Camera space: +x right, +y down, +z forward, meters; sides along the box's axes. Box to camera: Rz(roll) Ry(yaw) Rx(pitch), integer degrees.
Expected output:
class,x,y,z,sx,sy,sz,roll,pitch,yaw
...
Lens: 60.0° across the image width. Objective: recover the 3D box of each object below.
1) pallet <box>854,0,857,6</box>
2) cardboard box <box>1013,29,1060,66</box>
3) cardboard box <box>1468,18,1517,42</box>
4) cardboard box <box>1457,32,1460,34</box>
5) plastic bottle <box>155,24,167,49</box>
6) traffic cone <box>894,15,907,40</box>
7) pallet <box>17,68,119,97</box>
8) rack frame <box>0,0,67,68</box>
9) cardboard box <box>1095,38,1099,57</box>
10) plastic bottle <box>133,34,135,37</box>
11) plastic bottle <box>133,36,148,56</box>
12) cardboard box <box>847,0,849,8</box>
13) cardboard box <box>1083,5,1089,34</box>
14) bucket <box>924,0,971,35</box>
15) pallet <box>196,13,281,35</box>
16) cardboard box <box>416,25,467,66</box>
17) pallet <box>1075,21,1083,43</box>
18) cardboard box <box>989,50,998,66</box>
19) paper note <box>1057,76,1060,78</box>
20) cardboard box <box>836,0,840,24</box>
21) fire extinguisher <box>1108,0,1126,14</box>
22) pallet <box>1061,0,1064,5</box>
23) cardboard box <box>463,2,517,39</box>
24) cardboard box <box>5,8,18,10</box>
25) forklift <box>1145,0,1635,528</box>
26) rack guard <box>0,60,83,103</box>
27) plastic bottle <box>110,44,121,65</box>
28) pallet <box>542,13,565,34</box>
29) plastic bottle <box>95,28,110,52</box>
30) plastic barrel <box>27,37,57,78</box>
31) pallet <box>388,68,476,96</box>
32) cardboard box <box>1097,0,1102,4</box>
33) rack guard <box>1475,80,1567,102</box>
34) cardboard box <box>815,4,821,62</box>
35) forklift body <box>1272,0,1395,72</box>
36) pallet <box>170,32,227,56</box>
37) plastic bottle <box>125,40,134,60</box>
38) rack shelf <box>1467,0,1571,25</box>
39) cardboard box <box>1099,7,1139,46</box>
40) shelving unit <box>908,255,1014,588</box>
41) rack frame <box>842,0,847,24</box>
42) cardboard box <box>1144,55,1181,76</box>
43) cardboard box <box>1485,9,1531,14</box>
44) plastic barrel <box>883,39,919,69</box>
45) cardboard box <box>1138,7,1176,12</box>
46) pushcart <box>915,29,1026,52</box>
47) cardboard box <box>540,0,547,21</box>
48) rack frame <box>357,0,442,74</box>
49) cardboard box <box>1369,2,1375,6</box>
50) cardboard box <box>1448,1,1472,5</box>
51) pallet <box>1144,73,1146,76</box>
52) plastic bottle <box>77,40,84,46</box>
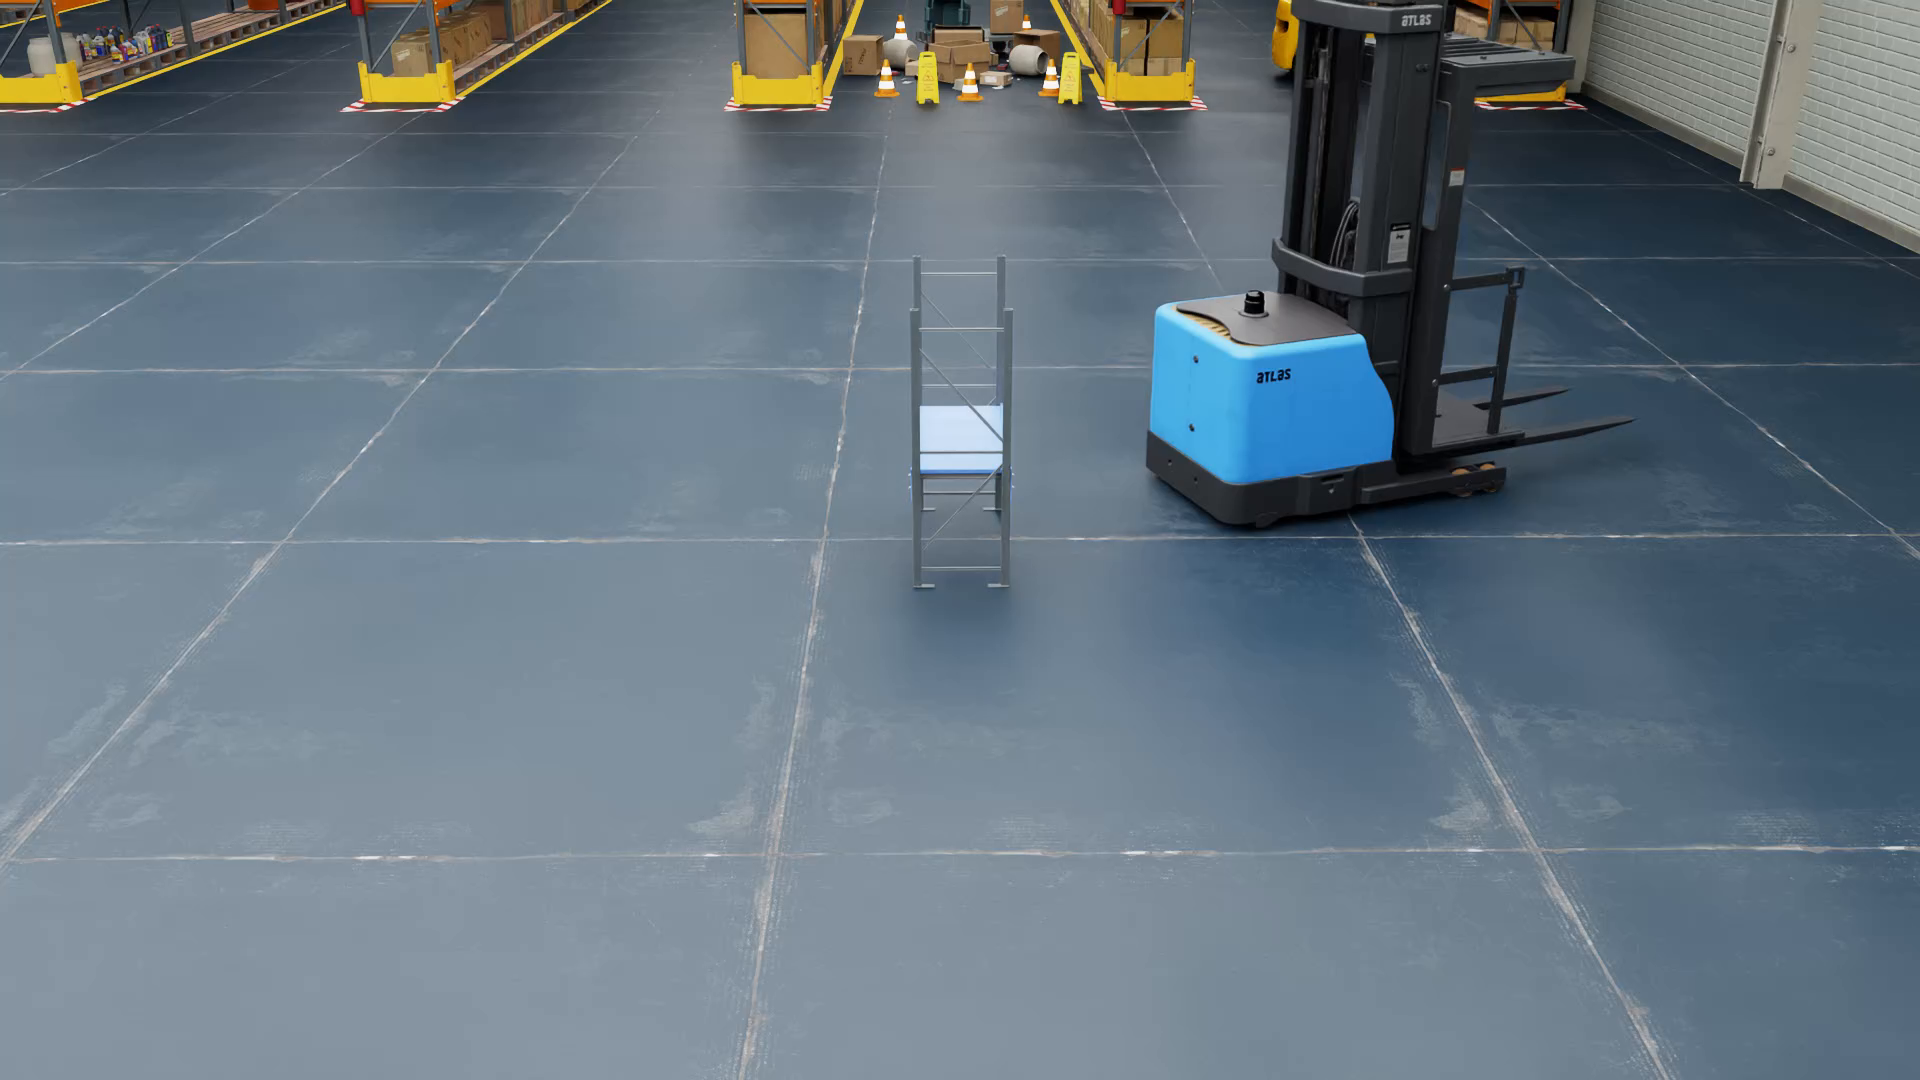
class,x,y,z,sx,sy,sz,roll,pitch,yaw
pallet,-2.532,-10.566,32.356,1.003,0.211,1.213,0,24,-1
cardboard box,1.145,-7.339,24.868,0.500,0.500,0.500,19,30,35
cardboard box,7.184,-6.883,22.442,0.500,0.250,0.500,1,24,1
cardboard box,7.188,-6.872,23.026,0.500,0.250,0.500,0,24,-1
plastic bottle,-12.073,-7.587,25.066,0.144,0.351,0.185,-1,24,-2
traffic cone,-0.959,-8.264,26.961,0.336,0.463,0.334,0,24,-1
pallet,-12.376,-6.305,22.934,1.003,0.211,1.213,0,24,-1
rack frame,-12.324,-7.210,21.551,1.000,3.000,0.127,0,24,-1
cardboard box,2.256,-7.180,24.313,0.500,0.250,0.500,-1,24,-1
plastic bottle,-12.169,-7.333,24.587,0.061,0.283,0.133,0,24,-1
plastic bottle,-12.069,-7.274,24.465,0.152,0.276,0.135,0,24,0
cardboard box,-2.251,-9.854,29.922,0.500,0.500,0.500,-1,24,-3
cardboard box,2.475,-8.431,26.931,0.950,0.372,0.625,1,24,3
bucket,-0.148,-8.016,25.462,0.726,0.611,0.620,8,16,18
pallet,-12.442,-8.916,28.708,1.003,0.211,1.213,0,24,-1
cardboard box,-7.391,-7.046,23.712,0.500,0.500,0.500,2,24,4
pallet,2.468,-8.479,27.741,1.003,0.211,1.213,0,24,-1
cardboard box,0.357,-7.334,25.143,0.258,0.266,0.396,-19,31,-36
paper note,1.382,-6.706,24.040,0.142,0.019,0.148,-9,26,-19
cardboard box,-2.569,-9.064,27.871,1.050,0.750,0.750,0,24,0
fire extinguisher,2.078,-7.192,21.606,0.296,0.674,0.183,0,24,-1
pallet,2.490,-10.633,32.504,1.003,0.211,1.213,0,24,-1
cardboard box,-7.401,-8.195,26.228,0.700,0.500,0.500,-2,24,-5
cardboard box,-17.084,-9.736,29.636,0.500,0.500,0.500,1,24,2
forklift,2.691,-1.778,9.625,3.031,2.935,1.130,-10,26,-20
rack guard,-12.372,-6.102,22.135,1.175,0.500,0.348,0,24,-1
plastic bottle,-12.033,-6.915,23.677,0.097,0.271,0.097,0,24,0
pallet,-7.452,-8.936,28.751,1.003,0.211,1.213,0,24,-1
plastic bottle,-12.772,-7.439,24.739,0.144,0.351,0.185,-1,24,-3
plastic barrel,-12.408,-6.538,22.576,0.421,0.512,0.421,0,24,0
pallet,-7.346,-6.328,22.984,1.003,0.211,1.213,0,24,-1
cardboard box,2.185,-7.882,24.166,0.380,0.149,0.250,1,24,2
rack guard,7.501,-6.151,22.244,1.175,0.500,0.348,0,24,-1
cardboard box,-2.504,-7.453,24.158,0.875,0.875,0.875,0,24,0
forklift body,5.656,-7.687,23.636,2.313,2.155,1.214,0,24,-1
pallet,-12.415,-7.911,26.485,1.003,0.211,1.213,0,24,-1
plastic bottle,-12.037,-7.098,24.081,0.097,0.271,0.097,0,24,0
rack shelf,7.479,-7.797,23.722,1.077,0.370,4.000,0,24,-1
cardboard box,2.261,-7.309,23.687,0.500,0.500,0.500,-1,24,-2
shelving unit,0.001,-0.648,8.863,0.538,1.500,1.048,0,24,-1
rack frame,-2.498,-10.509,28.846,1.000,3.000,0.127,0,24,-1
cardboard box,2.805,-6.549,22.916,0.500,0.250,0.500,0,24,-1
cardboard box,7.681,-7.305,23.376,0.500,0.250,0.500,0,24,-1
plastic barrel,-0.908,-7.226,24.714,0.512,0.421,0.421,19,30,35
cardboard box,2.797,-7.322,23.717,0.500,0.500,0.500,0,24,0
pushcart,0.215,-7.699,25.815,1.648,0.377,0.936,-9,26,-19
cardboard box,-7.413,-9.085,28.198,0.700,0.500,0.500,-2,24,-5
rack frame,-7.372,-7.232,21.600,1.000,3.000,0.127,0,24,-1
cardboard box,7.422,-9.180,28.279,0.875,0.625,0.625,1,24,1
cardboard box,7.161,-7.726,24.307,0.500,0.250,0.500,1,24,1
pallet,2.563,-6.372,23.083,1.003,0.211,1.213,0,24,-1
plastic bottle,-12.760,-7.085,24.047,0.152,0.276,0.135,-1,24,-2
